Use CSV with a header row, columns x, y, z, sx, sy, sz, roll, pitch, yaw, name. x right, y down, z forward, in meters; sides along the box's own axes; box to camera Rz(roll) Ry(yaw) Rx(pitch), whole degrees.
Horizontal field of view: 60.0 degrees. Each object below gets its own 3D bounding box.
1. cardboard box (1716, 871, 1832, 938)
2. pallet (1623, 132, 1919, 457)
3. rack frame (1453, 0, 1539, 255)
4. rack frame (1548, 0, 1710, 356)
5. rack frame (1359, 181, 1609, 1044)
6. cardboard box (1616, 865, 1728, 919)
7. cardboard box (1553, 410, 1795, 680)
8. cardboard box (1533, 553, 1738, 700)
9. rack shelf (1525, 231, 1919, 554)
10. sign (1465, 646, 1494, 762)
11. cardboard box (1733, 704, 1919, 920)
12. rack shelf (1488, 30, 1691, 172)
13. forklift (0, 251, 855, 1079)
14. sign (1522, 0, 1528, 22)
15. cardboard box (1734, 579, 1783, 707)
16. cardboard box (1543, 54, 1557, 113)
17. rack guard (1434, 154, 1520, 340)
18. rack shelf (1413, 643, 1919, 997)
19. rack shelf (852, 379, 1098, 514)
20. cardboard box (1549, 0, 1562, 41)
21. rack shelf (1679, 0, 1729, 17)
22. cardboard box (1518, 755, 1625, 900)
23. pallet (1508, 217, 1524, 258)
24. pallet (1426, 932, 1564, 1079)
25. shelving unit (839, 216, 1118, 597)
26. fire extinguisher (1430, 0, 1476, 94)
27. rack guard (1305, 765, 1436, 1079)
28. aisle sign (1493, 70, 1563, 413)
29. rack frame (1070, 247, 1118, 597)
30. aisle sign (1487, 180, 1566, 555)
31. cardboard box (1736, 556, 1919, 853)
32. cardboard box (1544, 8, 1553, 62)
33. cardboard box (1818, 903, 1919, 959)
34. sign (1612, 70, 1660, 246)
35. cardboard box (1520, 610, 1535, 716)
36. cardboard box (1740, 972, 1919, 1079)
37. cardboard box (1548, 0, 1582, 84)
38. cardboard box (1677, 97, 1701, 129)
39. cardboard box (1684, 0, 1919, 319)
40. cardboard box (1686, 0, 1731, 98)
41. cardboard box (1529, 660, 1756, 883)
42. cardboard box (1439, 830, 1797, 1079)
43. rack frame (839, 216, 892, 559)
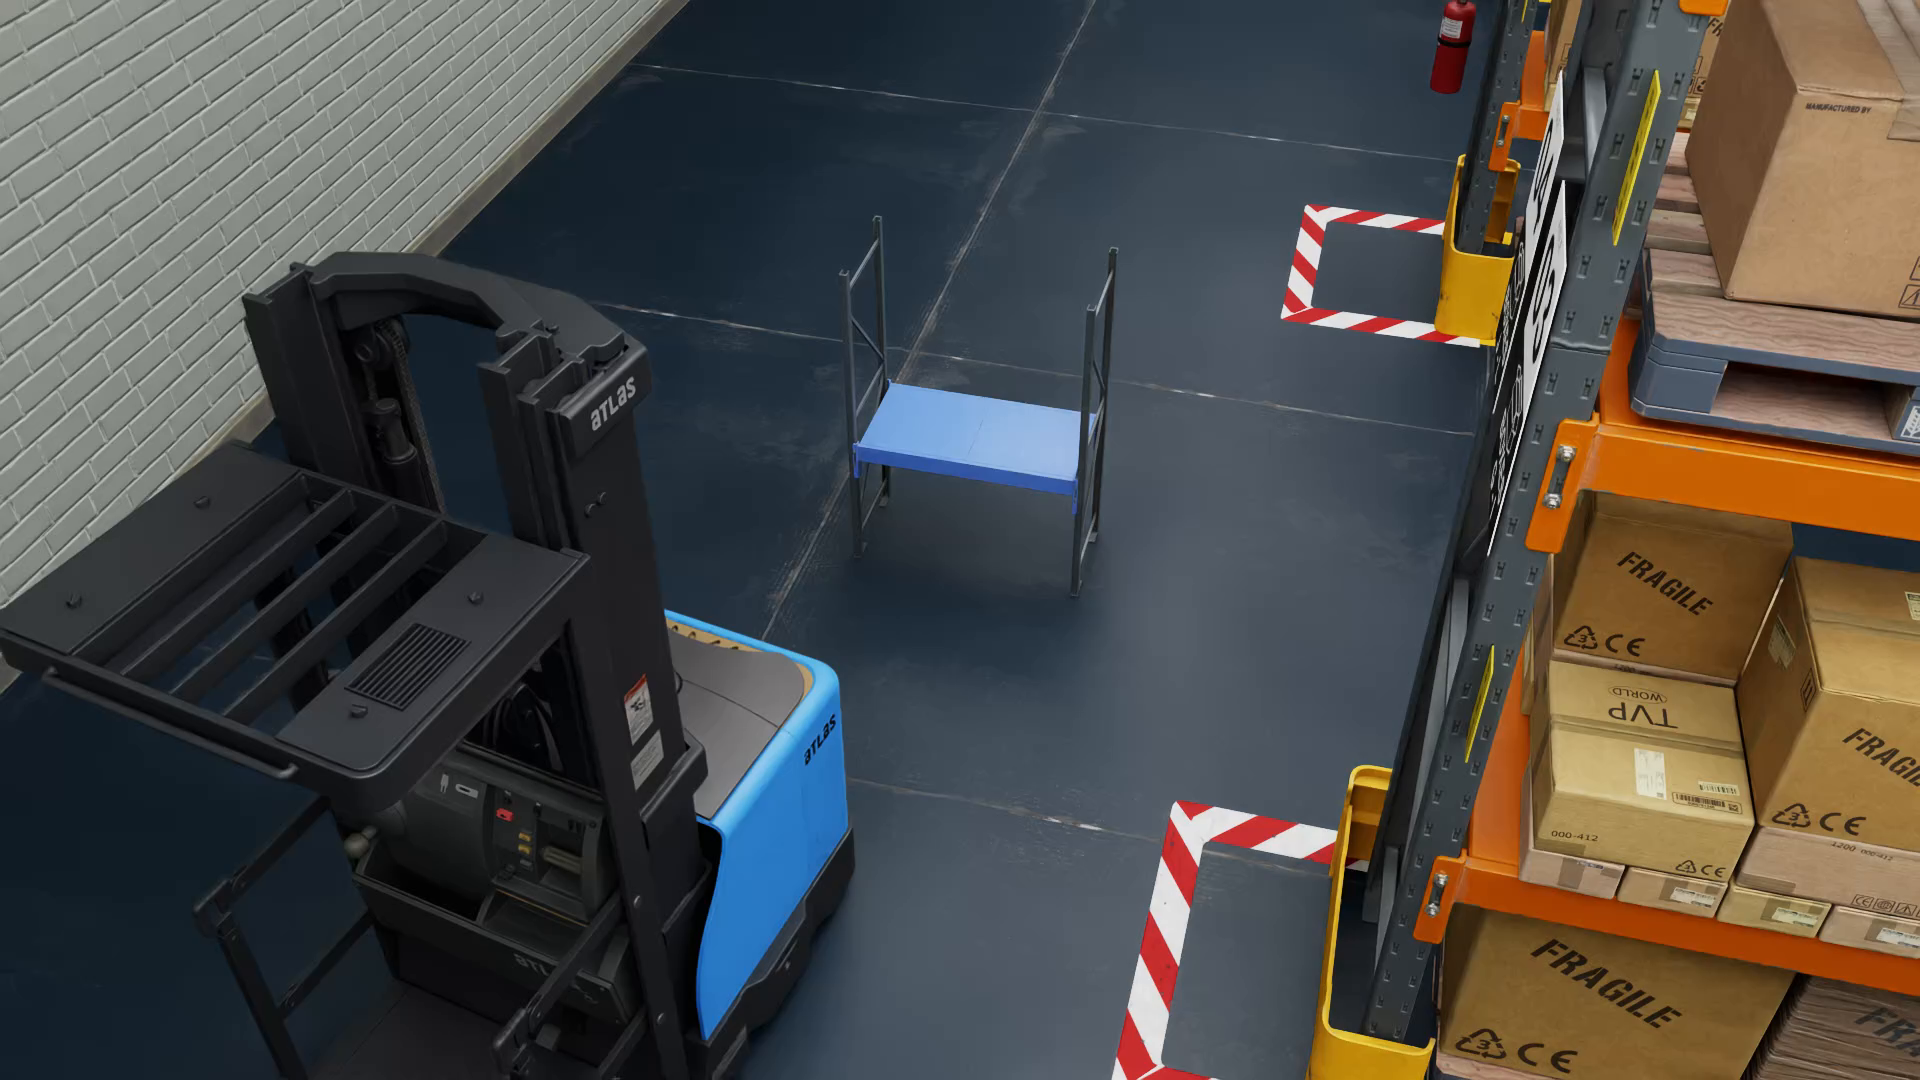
x,y,z,sx,sy,sz,roll,pitch,yaw,name
2.210,0.878,4.568,0.250,0.149,0.380,9,41,10,cardboard box
2.176,-0.564,3.826,1.213,0.211,1.003,10,41,11,pallet
2.837,-2.631,8.550,0.127,3.000,1.000,10,41,11,rack frame
1.457,-1.864,2.972,0.127,3.000,1.000,10,41,11,rack frame
1.457,0.434,4.901,0.127,3.000,1.000,10,41,11,rack frame
1.963,0.836,4.618,0.250,0.149,0.380,9,41,11,cardboard box
1.996,0.008,4.711,0.500,0.500,0.500,10,41,12,cardboard box
1.994,0.293,4.954,0.500,0.250,0.500,9,41,11,cardboard box
3.389,-0.107,3.772,4.000,0.370,1.077,10,41,11,rack shelf
1.308,0.416,4.188,0.005,0.325,0.100,10,41,11,sign
2.355,0.707,4.461,0.500,0.250,0.500,9,41,11,cardboard box
4.769,-2.023,8.386,4.000,0.370,1.077,10,41,11,rack shelf
-1.471,0.853,4.455,1.130,2.935,3.031,17,43,19,forklift
2.697,-2.625,7.871,0.005,0.325,0.100,10,41,11,sign
2.484,0.378,4.853,0.500,0.250,0.500,9,41,11,cardboard box
3.065,-2.277,8.325,0.250,0.149,0.380,9,41,11,cardboard box
2.910,-1.661,9.339,0.348,0.500,1.175,10,41,11,rack guard
3.389,1.042,4.737,4.000,0.370,1.077,10,41,11,rack shelf
0.082,-0.422,7.366,1.000,0.185,0.538,10,41,11,rack shelf
3.338,-2.868,8.524,0.500,0.500,0.500,11,41,12,cardboard box
3.389,-1.103,2.936,4.000,0.370,1.077,10,41,11,rack shelf
1.715,0.794,4.668,0.250,0.149,0.380,10,41,12,cardboard box
3.686,-1.394,9.245,1.213,0.211,1.003,10,41,11,pallet
2.250,1.586,5.698,1.213,0.211,1.003,10,41,11,pallet
0.082,-0.560,7.251,1.048,1.500,0.538,10,41,11,shelving unit
2.713,-2.787,9.086,0.183,0.674,0.296,10,41,11,fire extinguisher
1.434,1.387,5.710,0.348,0.500,1.175,10,41,11,rack guard
1.465,-0.760,4.301,0.004,0.787,0.394,10,41,11,aisle sign
0.573,-0.476,7.150,0.032,1.500,0.500,10,41,11,rack frame
1.310,-0.388,3.858,0.004,0.787,0.394,10,41,11,aisle sign
2.334,0.421,4.219,0.500,0.500,0.500,9,41,10,cardboard box
3.225,-2.656,8.776,0.250,0.149,0.380,10,41,11,cardboard box
2.463,0.921,4.517,0.250,0.149,0.380,9,41,11,cardboard box
1.308,-0.736,3.221,0.005,0.325,0.100,10,41,11,sign
1.886,0.384,5.155,0.250,0.149,0.380,11,41,12,cardboard box
2.975,1.294,5.202,0.875,0.875,0.875,10,41,11,cardboard box
3.199,-2.537,8.129,0.500,0.500,0.500,12,41,13,cardboard box
3.568,-2.183,8.212,0.250,0.149,0.380,9,41,10,cardboard box
1.973,-0.899,3.674,0.500,0.500,0.700,7,41,9,cardboard box
3.723,-2.464,8.042,0.500,0.500,0.500,10,41,12,cardboard box
1.851,0.625,4.559,0.500,0.250,0.500,9,41,10,cardboard box
2.096,1.143,5.382,0.875,0.875,0.875,10,41,11,cardboard box
-0.409,-0.645,7.351,0.032,1.500,0.500,10,41,11,rack frame
